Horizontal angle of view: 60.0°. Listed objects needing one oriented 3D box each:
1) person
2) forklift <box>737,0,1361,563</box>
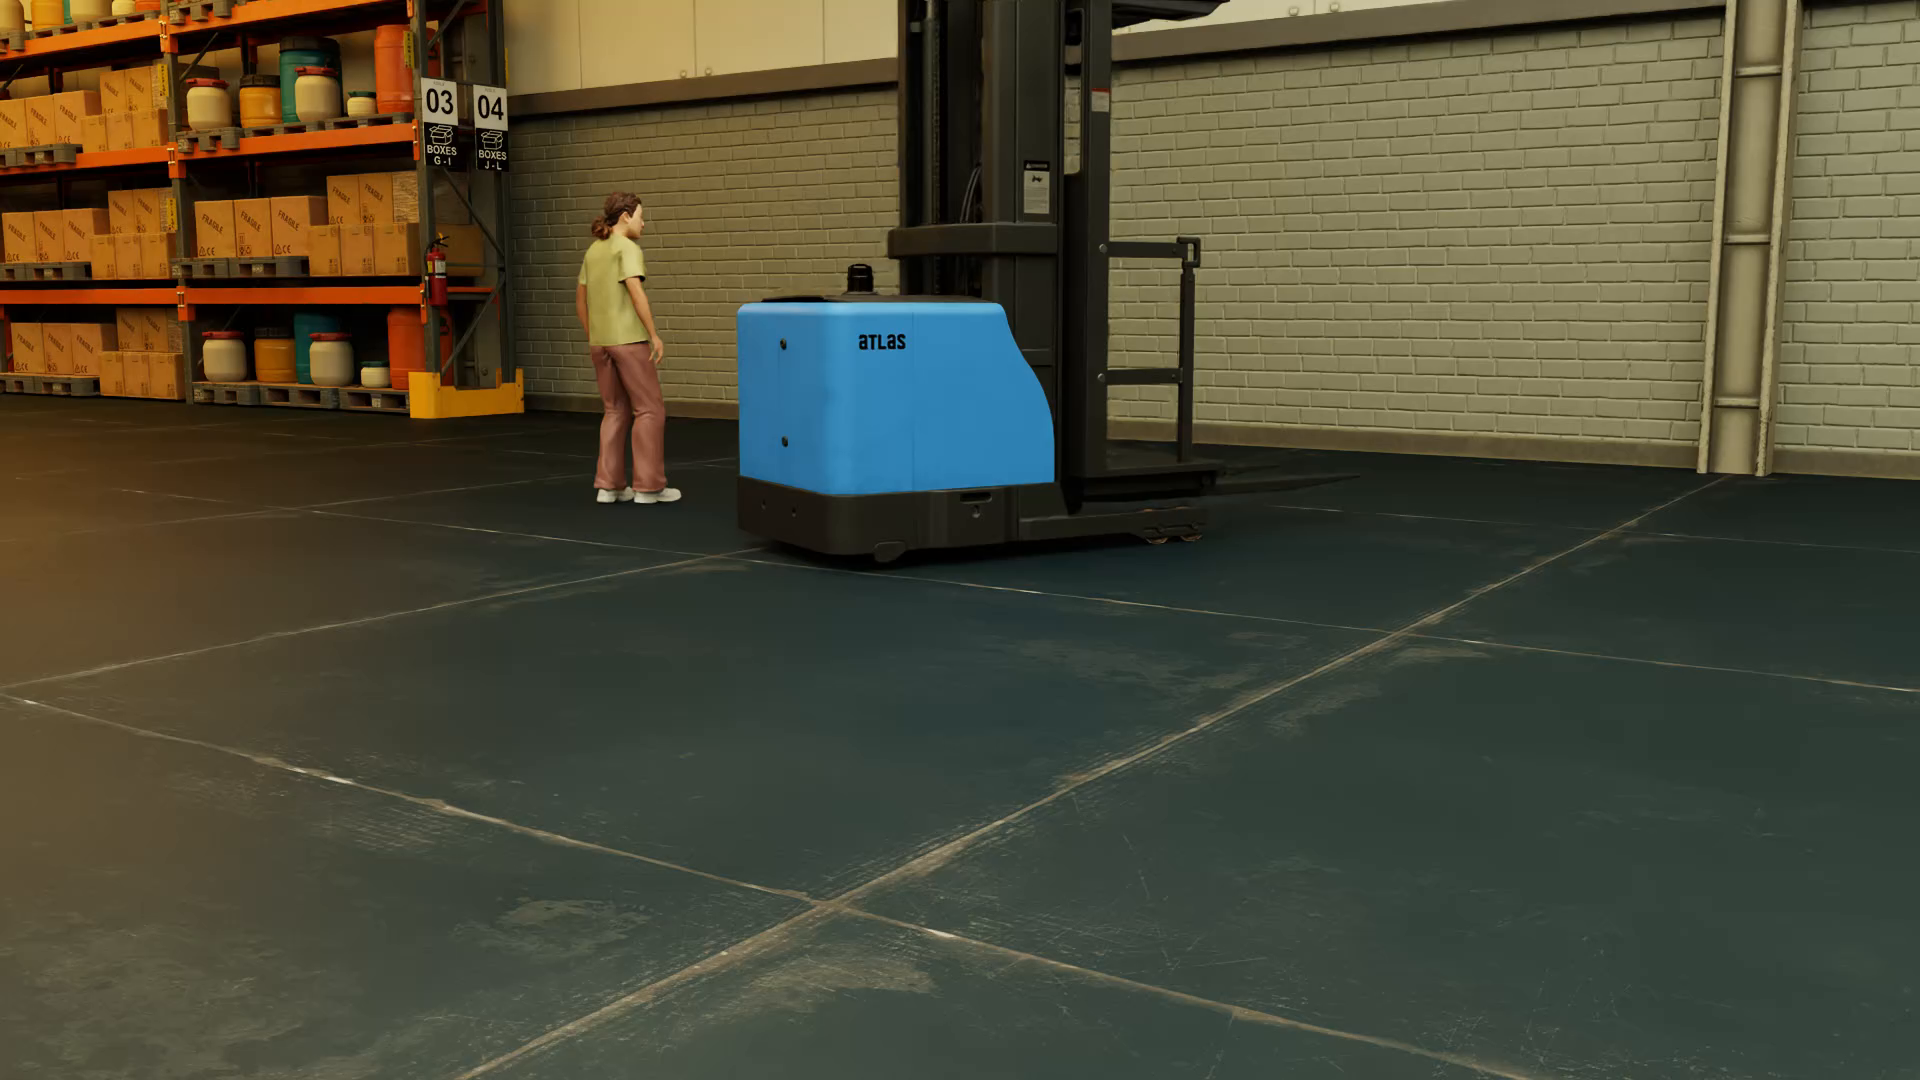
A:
[{"bbox_3d":[-1.785,-1.036,8.974,0.592,1.667,0.405,6,10,38],"label":"person"},{"bbox_3d":[0.534,-1.485,7.638,3.031,2.935,1.130,-5,9,-30],"label":"forklift"}]
